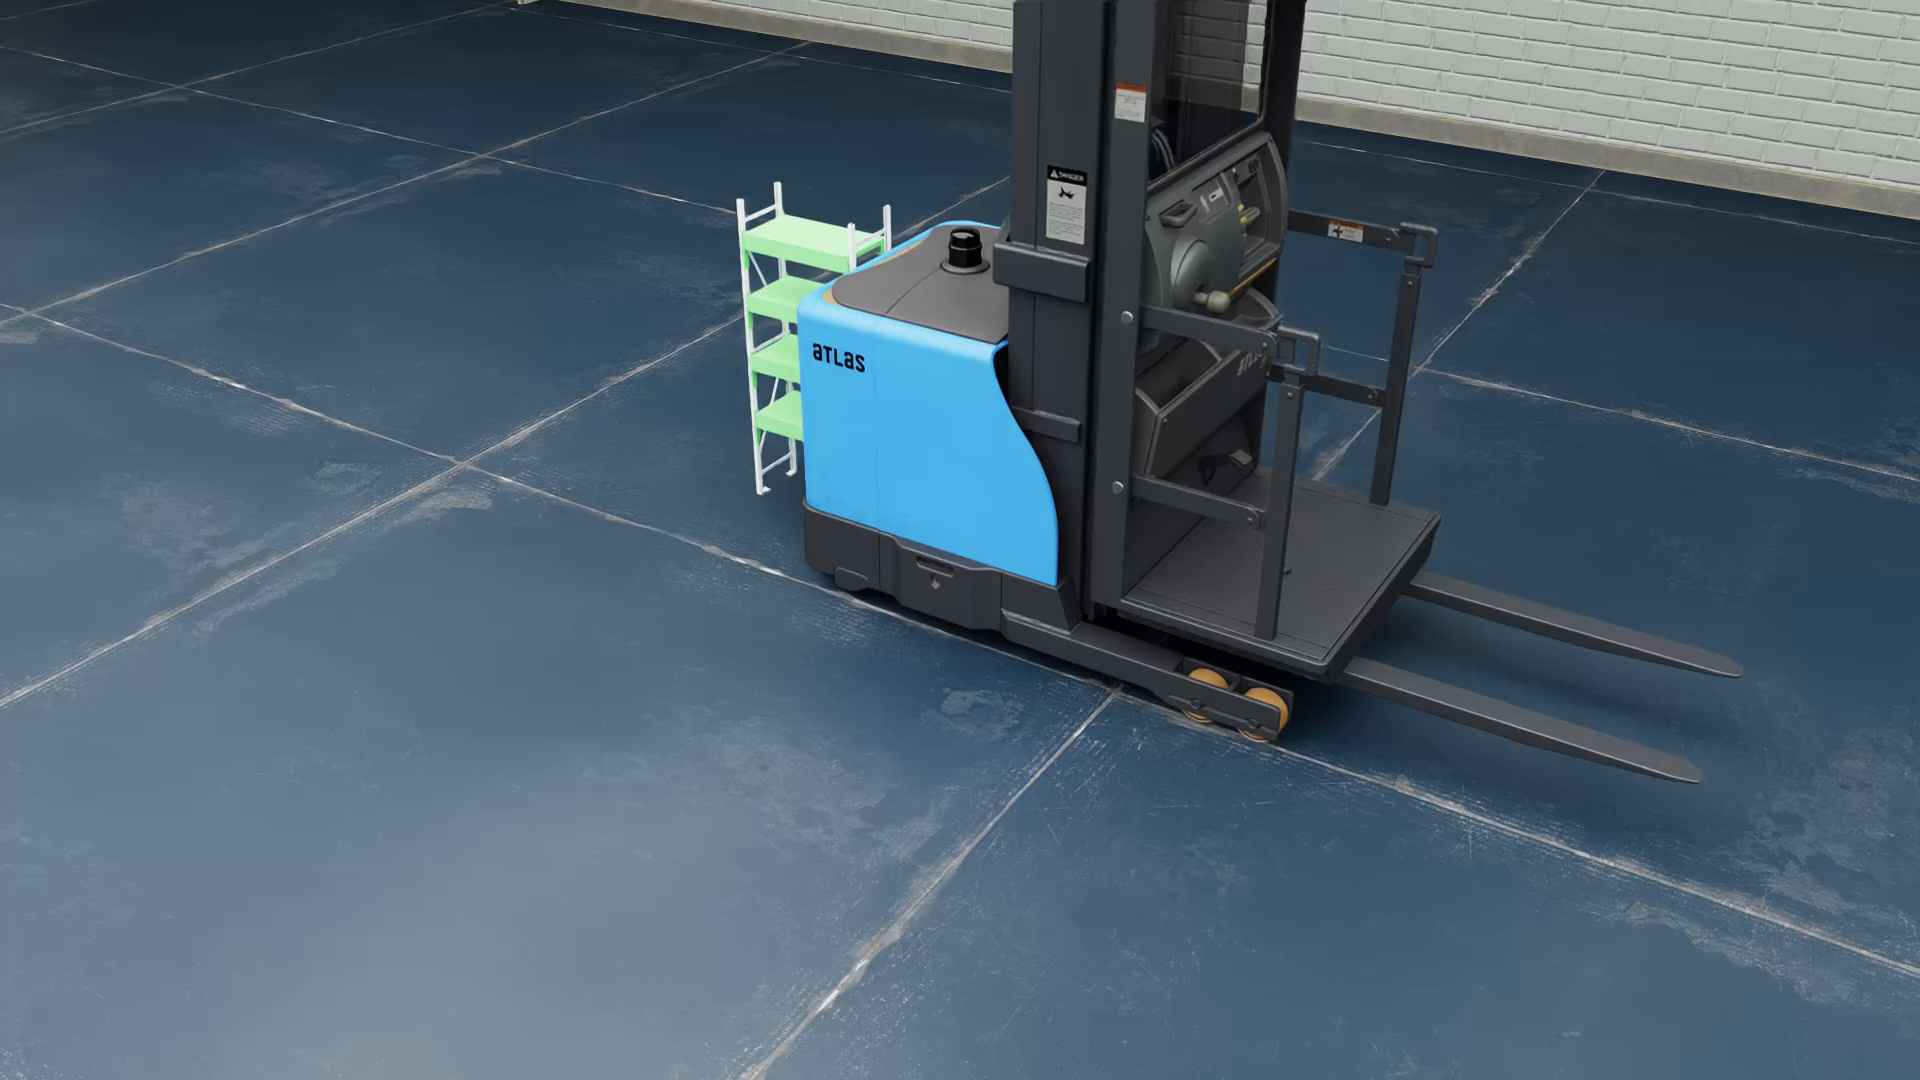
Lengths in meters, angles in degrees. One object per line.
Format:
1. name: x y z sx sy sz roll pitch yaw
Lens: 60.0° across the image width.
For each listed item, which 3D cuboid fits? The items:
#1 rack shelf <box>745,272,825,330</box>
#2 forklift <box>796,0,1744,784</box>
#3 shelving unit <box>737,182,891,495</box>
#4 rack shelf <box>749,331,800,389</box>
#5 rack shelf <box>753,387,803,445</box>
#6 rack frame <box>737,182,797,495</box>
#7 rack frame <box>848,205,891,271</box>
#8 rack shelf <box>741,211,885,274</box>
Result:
1. rack shelf: -0.524 -0.836 6.143 0.480 0.148 0.258 18 35 27
2. forklift: 0.962 -0.943 4.958 3.031 2.935 1.130 18 35 27
3. shelving unit: -0.524 -0.684 6.232 0.503 1.200 0.258 18 35 27
4. rack shelf: -0.524 -0.629 6.264 0.480 0.148 0.258 18 35 27
5. rack shelf: -0.524 -0.422 6.385 0.480 0.148 0.258 18 35 27
6. rack frame: -0.730 -0.750 6.344 0.015 1.200 0.240 18 35 27
7. rack frame: -0.317 -0.619 6.120 0.015 1.200 0.240 18 35 27
8. rack shelf: -0.524 -1.044 6.022 0.480 0.148 0.258 18 35 27
